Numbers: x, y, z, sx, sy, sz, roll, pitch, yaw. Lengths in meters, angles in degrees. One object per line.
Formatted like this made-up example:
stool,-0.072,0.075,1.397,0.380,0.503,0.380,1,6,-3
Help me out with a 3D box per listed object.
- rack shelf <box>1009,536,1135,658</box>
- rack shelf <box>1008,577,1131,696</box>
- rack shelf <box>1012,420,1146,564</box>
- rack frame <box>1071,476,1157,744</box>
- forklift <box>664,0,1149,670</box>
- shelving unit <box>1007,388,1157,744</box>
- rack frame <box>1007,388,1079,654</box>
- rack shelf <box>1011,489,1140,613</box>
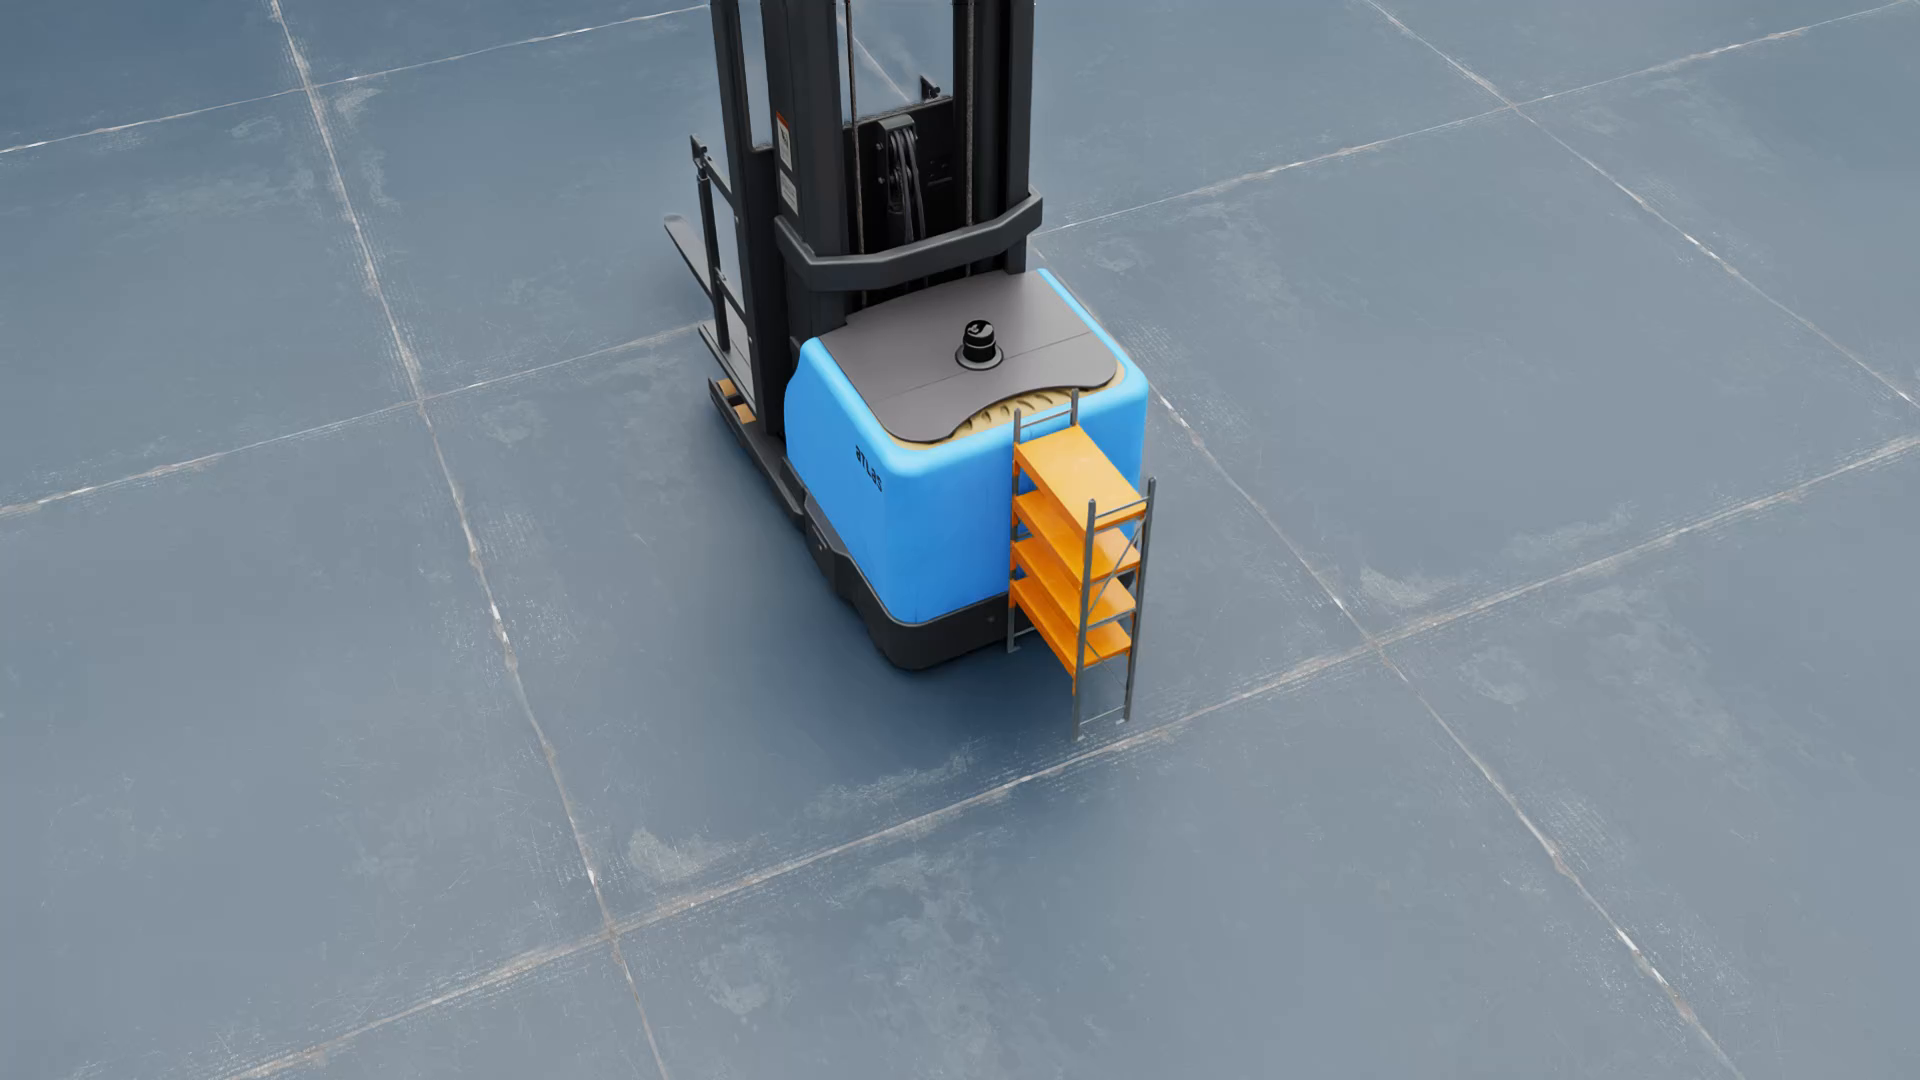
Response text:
rack shelf,0.399,0.163,5.827,0.258,0.148,0.480,-20,48,-19
rack shelf,0.399,0.304,5.966,0.258,0.148,0.480,-20,48,-19
rack shelf,0.399,-0.165,5.503,0.258,0.148,0.480,-20,48,-19
rack frame,0.510,0.267,5.625,0.240,1.200,0.015,-20,48,-19
forklift,-0.440,-1.599,6.284,1.130,2.935,3.031,-20,48,-19
shelving unit,0.399,0.115,5.779,0.258,1.200,0.503,-20,48,-19
rack frame,0.288,-0.038,5.934,0.240,1.200,0.015,-20,48,-19
rack shelf,0.399,0.003,5.670,0.258,0.148,0.480,-20,48,-19
